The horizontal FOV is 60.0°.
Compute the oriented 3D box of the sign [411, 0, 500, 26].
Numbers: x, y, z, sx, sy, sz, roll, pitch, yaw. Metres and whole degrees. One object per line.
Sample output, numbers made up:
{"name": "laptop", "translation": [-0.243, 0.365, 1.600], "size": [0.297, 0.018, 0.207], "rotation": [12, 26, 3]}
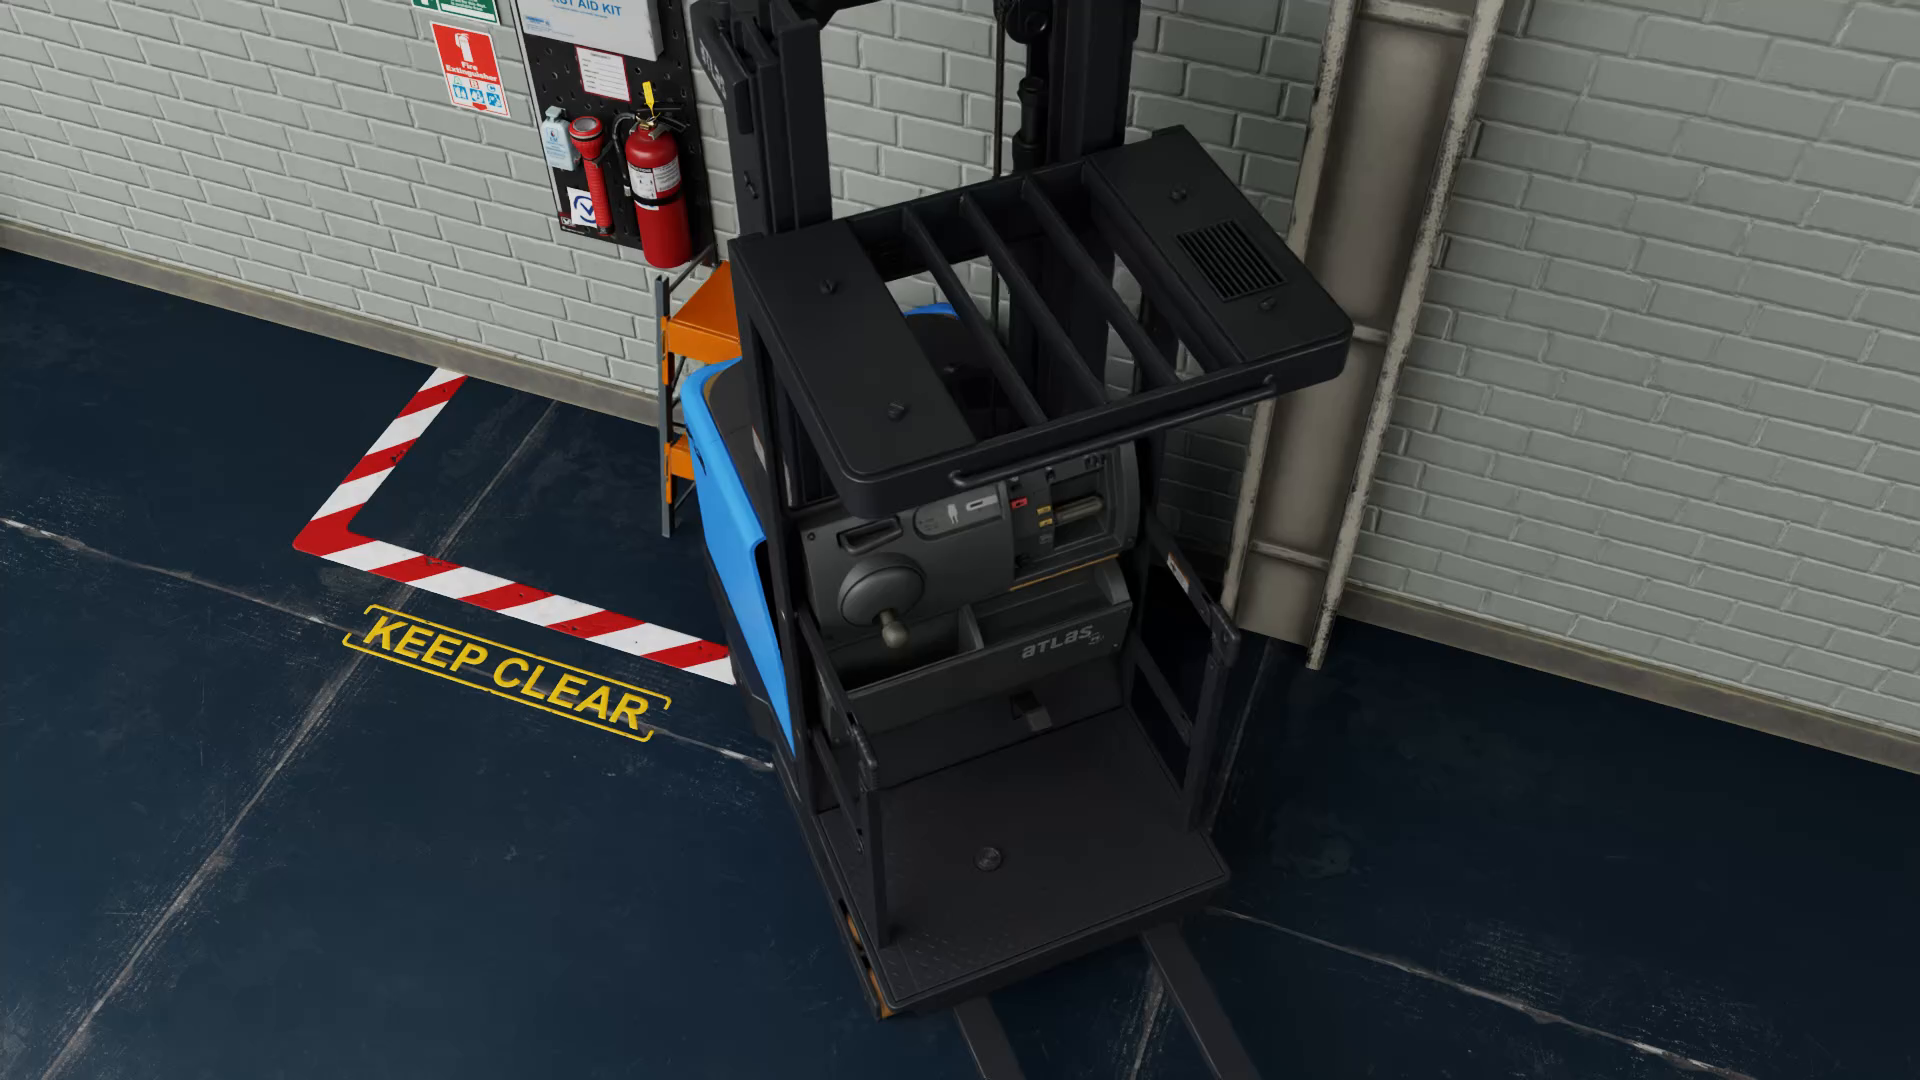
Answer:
{"name": "sign", "translation": [-1.652, -1.752, 5.410], "size": [0.331, 0.109, 0.001], "rotation": [16, 51, 13]}

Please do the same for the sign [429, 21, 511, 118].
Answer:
{"name": "sign", "translation": [-1.653, -1.586, 5.616], "size": [0.234, 0.329, 0.001], "rotation": [16, 51, 13]}

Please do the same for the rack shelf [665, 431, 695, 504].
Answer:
{"name": "rack shelf", "translation": [-0.504, -0.248, 6.065], "size": [1.000, 0.278, 0.538], "rotation": [17, 42, 11]}

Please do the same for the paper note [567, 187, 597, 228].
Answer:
{"name": "paper note", "translation": [-1.312, -1.164, 5.856], "size": [0.142, 0.148, 0.016], "rotation": [16, 51, 13]}

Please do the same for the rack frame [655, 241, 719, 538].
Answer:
{"name": "rack frame", "translation": [-0.957, -0.579, 6.001], "size": [0.032, 1.125, 0.500], "rotation": [17, 42, 11]}

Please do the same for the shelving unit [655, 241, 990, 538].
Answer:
{"name": "shelving unit", "translation": [-0.480, -0.430, 5.903], "size": [1.048, 1.125, 0.538], "rotation": [17, 42, 11]}

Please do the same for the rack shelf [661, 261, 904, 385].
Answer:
{"name": "rack shelf", "translation": [-0.452, -0.648, 5.709], "size": [1.000, 0.278, 0.538], "rotation": [17, 42, 11]}

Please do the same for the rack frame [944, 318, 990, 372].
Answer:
{"name": "rack frame", "translation": [-0.004, -0.281, 5.805], "size": [0.032, 1.125, 0.500], "rotation": [17, 42, 11]}

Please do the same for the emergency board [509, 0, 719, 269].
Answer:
{"name": "emergency board", "translation": [-1.170, -1.357, 5.441], "size": [0.643, 1.169, 0.194], "rotation": [16, 51, 13]}

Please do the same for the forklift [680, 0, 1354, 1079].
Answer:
{"name": "forklift", "translation": [0.126, 0.097, 4.226], "size": [1.130, 2.935, 3.031], "rotation": [-17, 51, -15]}
